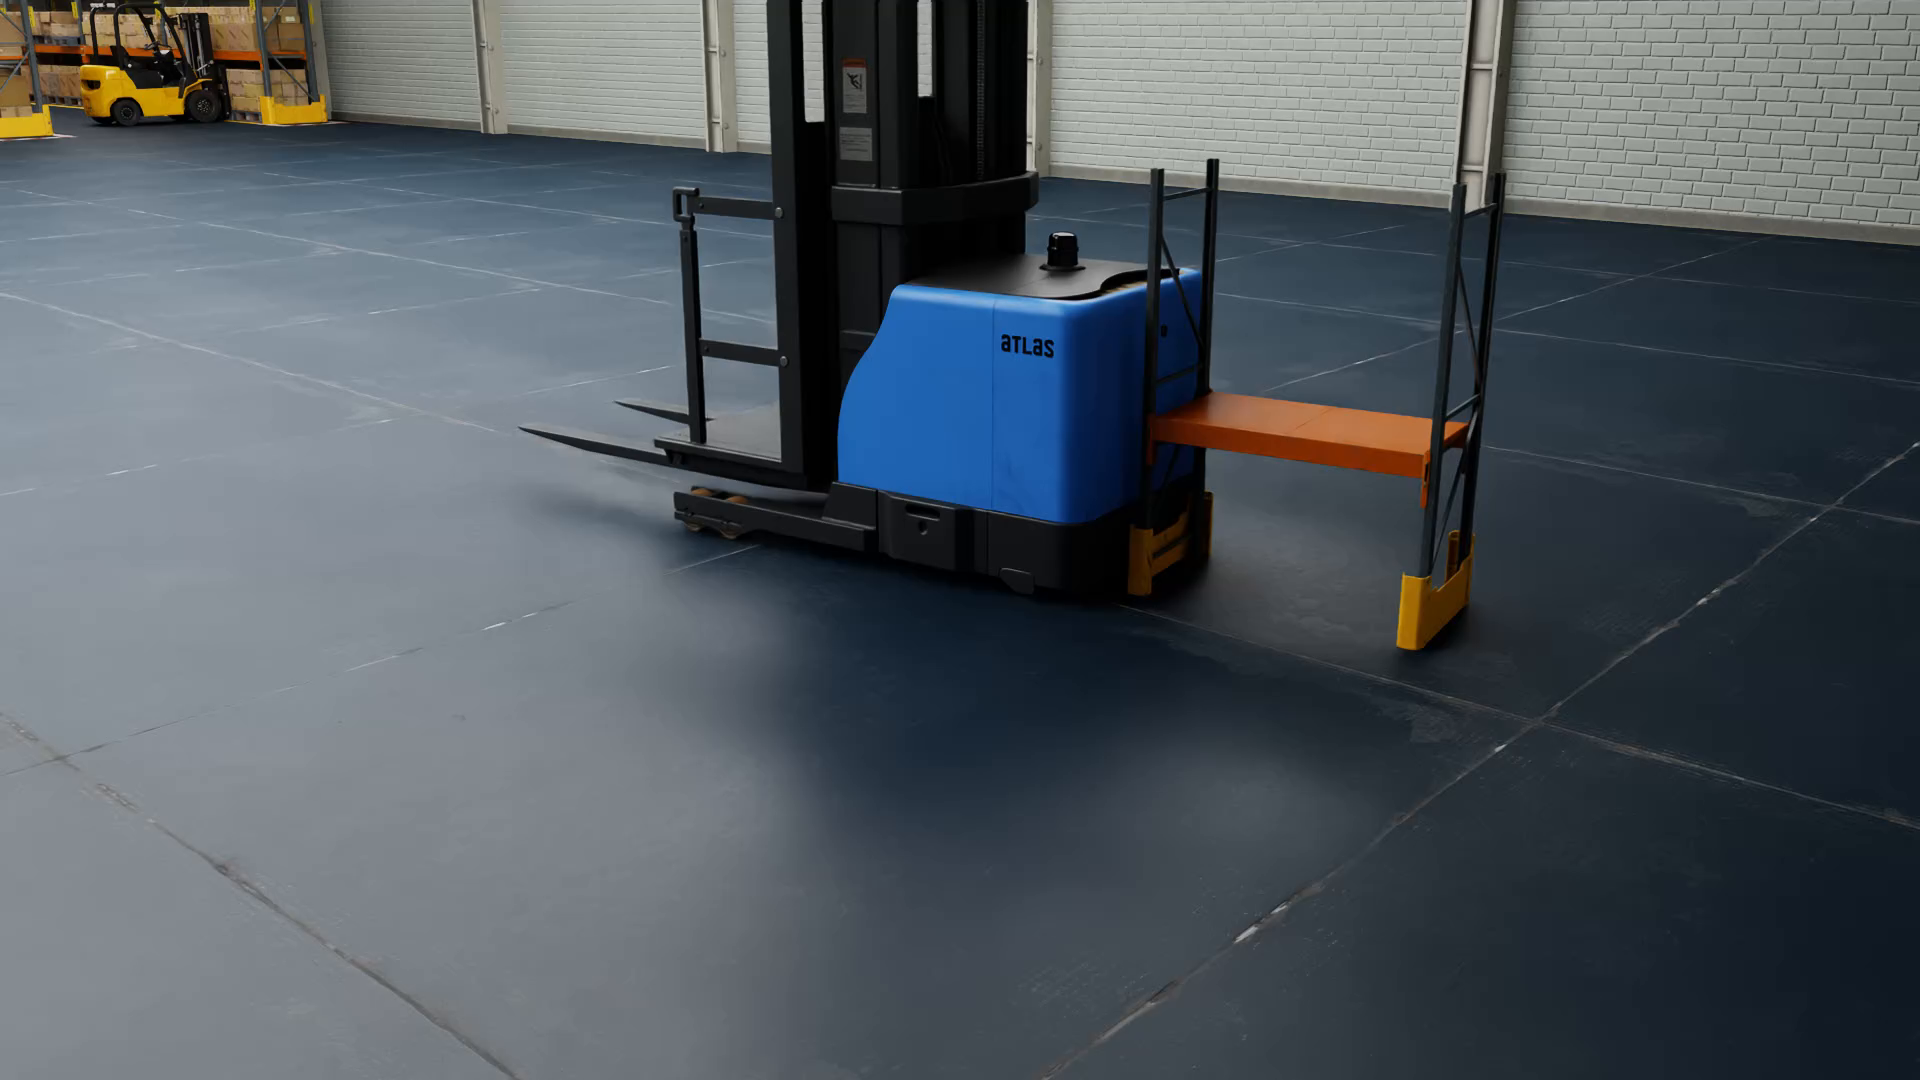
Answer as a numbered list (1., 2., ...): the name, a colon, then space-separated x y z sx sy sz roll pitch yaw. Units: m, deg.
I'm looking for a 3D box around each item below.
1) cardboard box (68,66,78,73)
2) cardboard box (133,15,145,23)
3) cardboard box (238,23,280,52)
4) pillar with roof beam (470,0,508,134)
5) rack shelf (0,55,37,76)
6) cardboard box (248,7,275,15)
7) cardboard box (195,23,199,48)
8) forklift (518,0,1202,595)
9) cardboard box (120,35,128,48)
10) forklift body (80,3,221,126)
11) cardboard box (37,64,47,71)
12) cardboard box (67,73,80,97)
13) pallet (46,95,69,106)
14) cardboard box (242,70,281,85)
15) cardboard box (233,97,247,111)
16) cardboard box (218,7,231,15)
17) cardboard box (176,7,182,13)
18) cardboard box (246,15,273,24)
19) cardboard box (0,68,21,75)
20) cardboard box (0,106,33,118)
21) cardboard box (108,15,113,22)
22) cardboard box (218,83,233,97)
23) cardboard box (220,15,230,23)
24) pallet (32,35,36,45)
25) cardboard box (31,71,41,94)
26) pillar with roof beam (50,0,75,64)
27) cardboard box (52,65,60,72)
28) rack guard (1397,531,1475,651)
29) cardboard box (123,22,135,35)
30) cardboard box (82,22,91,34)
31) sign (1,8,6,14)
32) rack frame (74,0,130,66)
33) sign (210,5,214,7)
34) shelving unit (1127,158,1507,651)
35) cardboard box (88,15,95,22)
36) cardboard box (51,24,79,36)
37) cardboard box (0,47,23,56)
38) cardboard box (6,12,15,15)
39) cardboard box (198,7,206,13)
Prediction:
1. cardboard box: -19.550 -10.436 36.902 0.250 0.149 0.380 14 22 37
2. cardboard box: -16.669 -10.669 34.034 0.250 0.149 0.380 14 22 38
3. cardboard box: -13.179 -9.446 31.253 0.500 0.500 0.500 14 23 38
4. pillar with roof beam: -10.929 -10.384 24.454 0.400 9.000 9.100 15 23 39
5. rack shelf: -17.424 -8.294 28.977 4.000 0.370 1.077 15 23 39
6. cardboard box: -13.044 -9.882 31.062 0.250 0.149 0.380 15 23 39
7. cardboard box: -14.690 -9.860 32.555 0.500 0.500 0.500 15 23 39
8. forklift: -0.551 -1.525 6.572 3.031 2.935 1.130 11 21 32
9. cardboard box: -17.301 -10.441 34.801 0.500 0.250 0.500 16 24 41
10. forklift body: -15.266 -8.923 31.171 1.214 2.155 2.313 15 23 39
11. cardboard box: -21.062 -10.867 38.261 0.250 0.149 0.380 14 22 36
12. cardboard box: -19.446 -10.113 36.958 0.500 0.500 0.500 15 23 38
13. pallet: -20.062 -10.040 37.898 1.213 0.211 1.003 15 23 39
14. cardboard box: -13.188 -8.747 31.414 0.500 0.250 0.500 16 24 41
15. cardboard box: -13.563 -8.374 31.890 0.500 0.250 0.500 15 23 39
16. cardboard box: -13.868 -10.065 31.638 0.250 0.149 0.380 16 23 41
17. cardboard box: -15.319 -10.502 33.014 0.250 0.149 0.380 15 23 40
18. cardboard box: -13.082 -9.722 31.050 0.250 0.149 0.380 15 23 40
19. cardboard box: -22.819 -11.047 39.901 0.500 0.500 0.700 14 22 37
20. cardboard box: -16.348 -7.350 28.663 0.500 0.250 0.500 15 23 39
21. cardboard box: -17.605 -10.935 34.871 0.250 0.149 0.380 16 23 40
22. cardboard box: -13.976 -8.716 32.142 0.500 0.250 0.500 14 23 38
23. cardboard box: -13.855 -9.928 31.699 0.250 0.149 0.380 14 22 38
24. pallet: -21.086 -11.492 38.181 1.213 0.211 1.003 15 23 39
25. cardboard box: -20.995 -10.525 38.254 0.500 0.500 0.500 15 23 39
26. pillar with roof beam: -24.392 -13.998 35.842 0.400 9.000 9.100 15 23 39
27. cardboard box: -20.281 -10.659 37.604 0.250 0.149 0.380 15 23 39
28. rack guard: 1.629 0.166 5.677 0.087 0.250 0.587 11 21 31
29. cardboard box: -16.933 -10.576 34.398 0.500 0.250 0.500 16 23 40
30. cardboard box: -18.467 -10.982 35.679 0.500 0.250 0.500 15 23 39
31. sign: -21.966 -12.057 38.213 0.005 0.325 0.100 15 23 39
32. rack frame: -18.620 -10.966 36.205 0.127 3.000 1.000 15 23 39
33. sign: -15.261 -10.739 33.928 0.005 0.325 0.100 15 23 39
34. shelving unit: 1.207 -0.510 5.741 1.083 1.500 0.587 11 21 31
35. cardboard box: -18.377 -11.138 35.512 0.250 0.149 0.380 16 23 40
36. cardboard box: -19.624 -11.233 36.601 0.500 0.250 0.500 14 22 37
37. cardboard box: -16.045 -8.231 28.003 0.250 0.149 0.380 15 23 39
38. cardboard box: -21.398 -11.869 38.192 0.500 0.500 0.700 16 23 41
39. cardboard box: -14.571 -10.289 32.344 0.250 0.149 0.380 15 23 39
